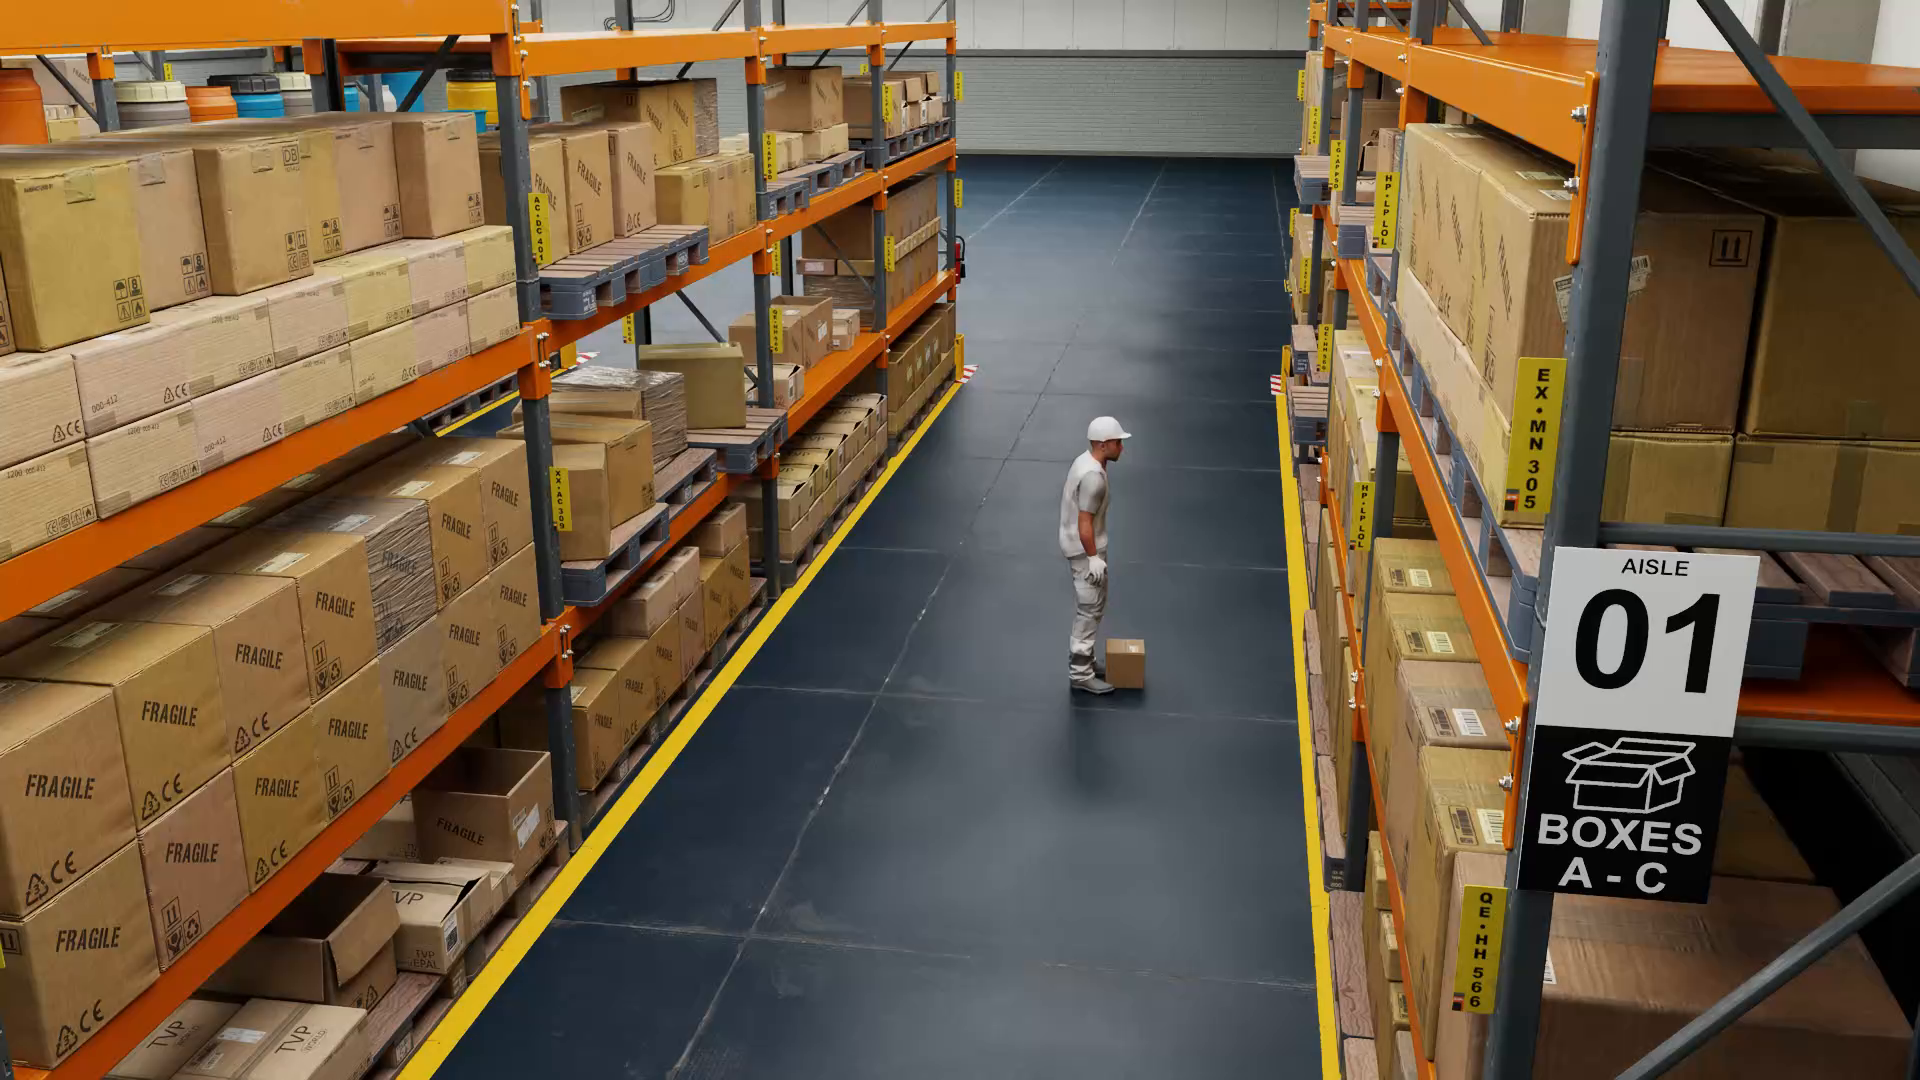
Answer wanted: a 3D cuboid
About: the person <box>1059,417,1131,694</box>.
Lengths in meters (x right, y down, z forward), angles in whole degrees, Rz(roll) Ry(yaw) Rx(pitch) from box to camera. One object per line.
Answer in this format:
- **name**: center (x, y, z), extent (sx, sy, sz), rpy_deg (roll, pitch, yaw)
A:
- **person**: center (0.865, 0.073, 10.799), extent (0.447, 1.780, 0.619), rpy_deg (2, 18, 6)
